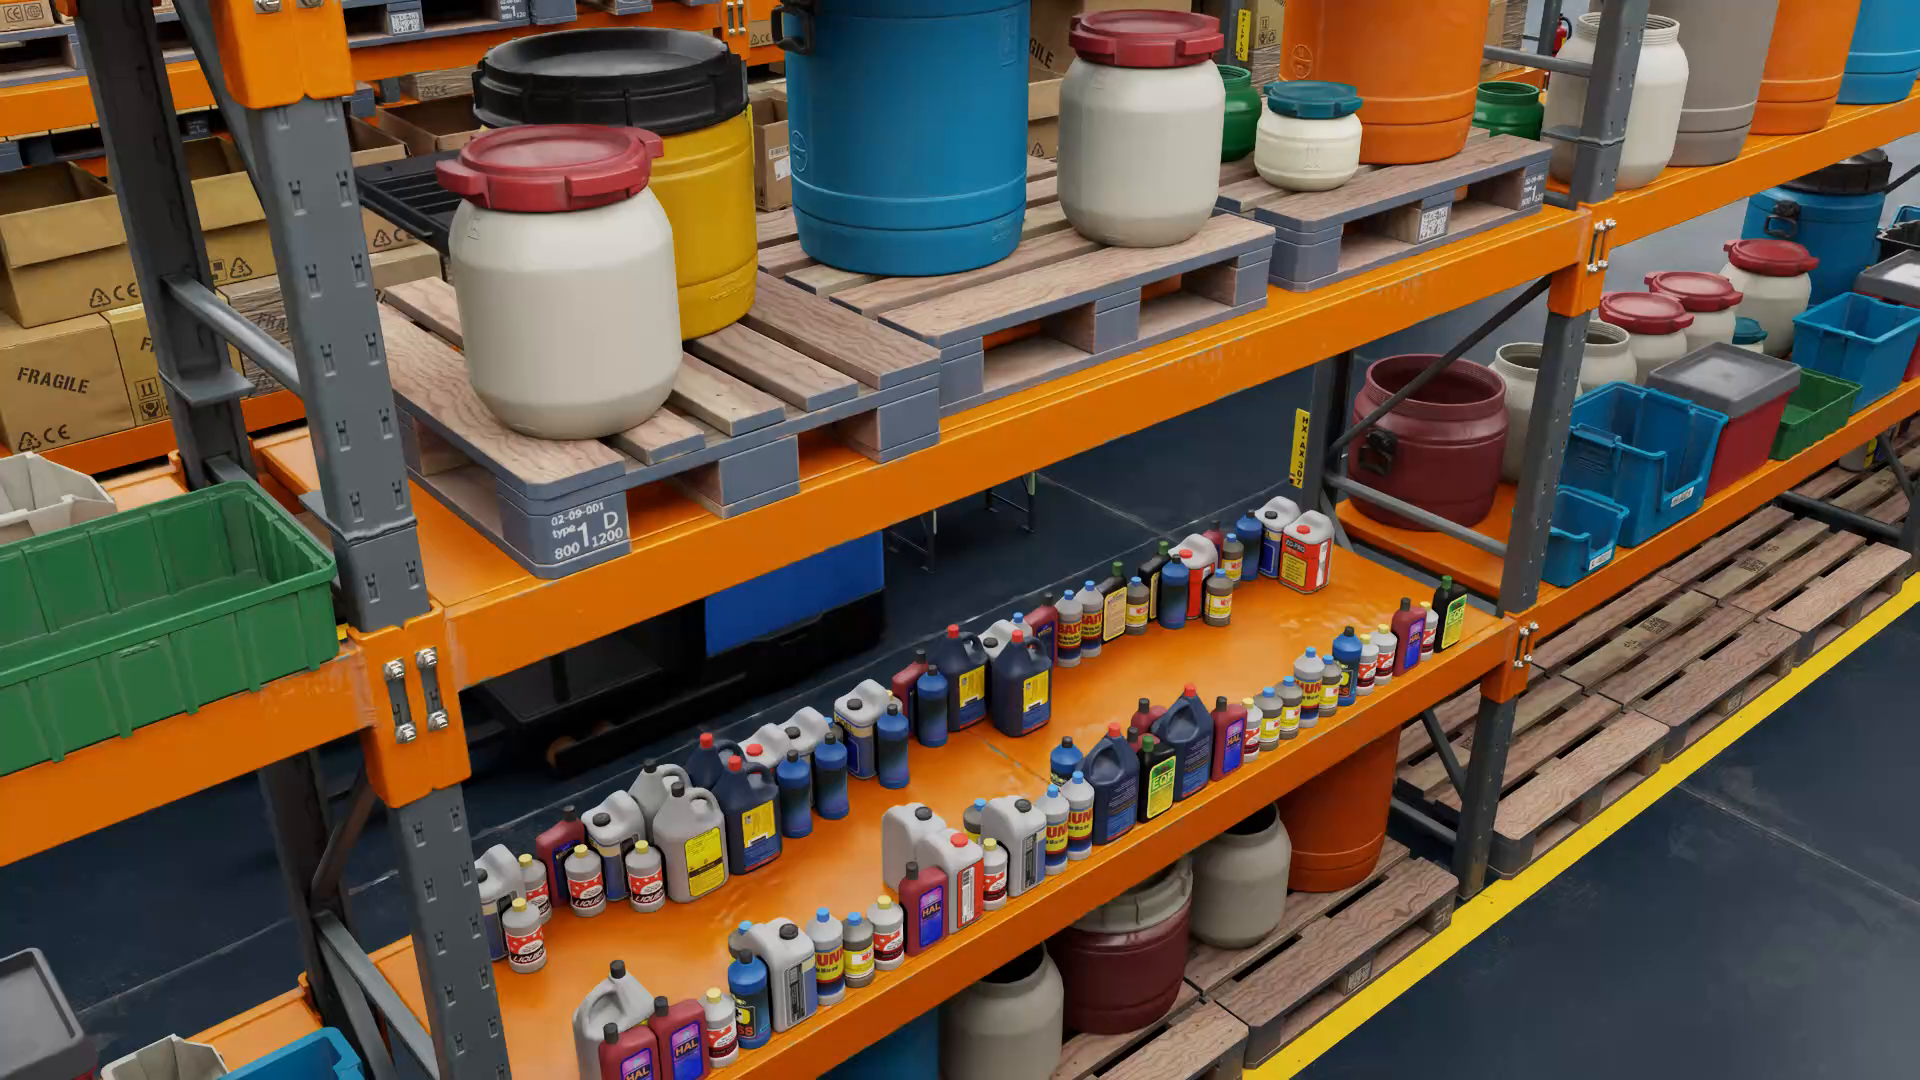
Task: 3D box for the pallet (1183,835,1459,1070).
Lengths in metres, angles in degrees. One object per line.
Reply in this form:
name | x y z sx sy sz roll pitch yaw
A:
pallet | 1.142 1.399 6.408 1.213 0.211 1.003 -22 35 -35

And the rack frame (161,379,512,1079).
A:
rack frame | -1.328 1.137 3.940 0.127 3.000 1.000 -22 35 -35

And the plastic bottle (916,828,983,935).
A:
plastic bottle | -0.024 0.904 4.508 0.135 0.276 0.152 -22 35 -35

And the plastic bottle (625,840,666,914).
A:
plastic bottle | -0.865 0.915 4.565 0.097 0.201 0.097 0 28 0

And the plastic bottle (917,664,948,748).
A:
plastic bottle | -0.086 0.515 5.241 0.097 0.271 0.097 0 28 0

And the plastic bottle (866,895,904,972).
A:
plastic bottle | -0.196 1.023 4.365 0.097 0.201 0.097 0 28 0

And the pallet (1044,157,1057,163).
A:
pallet | -0.021 -2.398 10.759 1.213 0.211 1.003 -22 35 -35

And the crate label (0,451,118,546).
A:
crate label | -1.888 -0.024 3.209 0.466 0.136 0.293 -22 35 -35

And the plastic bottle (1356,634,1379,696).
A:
plastic bottle | 1.335 0.407 5.517 0.097 0.201 0.097 0 28 0

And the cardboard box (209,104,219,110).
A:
cardboard box | -5.297 -3.202 11.879 0.250 0.149 0.380 -22 35 -36

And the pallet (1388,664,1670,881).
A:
pallet | 2.329 0.920 7.304 1.213 0.211 1.003 -22 35 -35

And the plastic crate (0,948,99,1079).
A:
plastic crate | -2.170 1.266 3.568 0.583 0.464 0.402 -22 35 -35

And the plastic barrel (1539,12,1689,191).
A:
plastic barrel | 2.150 -1.444 5.468 0.421 0.512 0.421 0 28 0

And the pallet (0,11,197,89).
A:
pallet | -3.877 -2.176 7.159 1.217 0.209 0.805 -24 36 -37

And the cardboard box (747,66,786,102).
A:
cardboard box | -2.013 -3.866 15.244 0.750 0.750 1.050 -22 35 -35

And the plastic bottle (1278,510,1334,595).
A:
plastic bottle | 1.275 0.039 6.126 0.135 0.276 0.152 -22 35 -35

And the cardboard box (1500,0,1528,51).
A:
cardboard box | 4.150 -4.327 13.742 0.500 0.500 0.875 -22 35 -35

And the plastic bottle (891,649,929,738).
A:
plastic bottle | -0.151 0.487 5.280 0.133 0.283 0.061 -22 35 -35

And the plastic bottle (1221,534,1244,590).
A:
plastic bottle | 0.996 0.073 6.142 0.097 0.201 0.097 0 28 0

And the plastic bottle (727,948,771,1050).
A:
plastic bottle | -0.521 1.122 4.104 0.097 0.271 0.097 0 28 0

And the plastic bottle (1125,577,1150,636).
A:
plastic bottle | 0.616 0.225 5.856 0.097 0.201 0.097 0 28 0

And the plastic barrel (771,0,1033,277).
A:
plastic barrel | -0.129 -1.169 4.095 0.708 0.901 0.600 -22 35 -35

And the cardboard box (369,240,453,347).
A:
cardboard box | -2.878 -1.201 8.209 0.500 0.500 0.500 -21 35 -34

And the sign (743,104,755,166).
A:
sign | -1.137 -2.175 8.909 0.005 0.325 0.100 -22 35 -35

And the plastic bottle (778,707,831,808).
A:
plastic bottle | -0.474 0.648 4.986 0.135 0.276 0.152 -22 35 -35

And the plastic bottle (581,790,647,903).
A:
plastic bottle | -0.960 0.844 4.621 0.135 0.276 0.152 -22 35 -35

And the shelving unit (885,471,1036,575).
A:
shelving unit | 0.005 -0.664 8.900 0.755 1.500 0.431 -22 35 -35

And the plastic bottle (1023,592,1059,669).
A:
plastic bottle | 0.267 0.318 5.595 0.133 0.283 0.061 -22 35 -35

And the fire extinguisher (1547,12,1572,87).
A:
fire extinguisher | 4.972 -4.146 13.907 0.183 0.674 0.296 -22 35 -35

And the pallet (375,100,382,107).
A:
pallet | -6.409 -4.796 18.000 1.213 0.211 1.003 -22 35 -35

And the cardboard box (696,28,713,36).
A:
cardboard box | -2.207 -4.530 14.437 0.500 0.500 0.500 -22 35 -35

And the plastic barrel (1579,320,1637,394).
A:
plastic barrel | 2.679 -0.656 7.177 0.421 0.512 0.421 0 28 0

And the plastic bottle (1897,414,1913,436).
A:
plastic bottle | 5.648 -0.774 9.932 0.133 0.283 0.061 -22 35 -35

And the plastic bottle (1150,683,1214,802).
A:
plastic bottle | 0.666 0.595 5.006 0.185 0.351 0.144 -22 35 -35

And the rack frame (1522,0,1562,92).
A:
rack frame | 4.586 -4.310 14.132 0.127 3.000 1.000 -22 35 -35

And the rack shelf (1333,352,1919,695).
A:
rack shelf | 3.236 -0.381 7.544 4.000 0.370 1.077 -22 35 -35

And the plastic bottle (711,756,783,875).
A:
plastic bottle | -0.607 0.755 4.706 0.185 0.351 0.144 -22 35 -35

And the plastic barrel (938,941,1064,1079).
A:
plastic barrel | 0.123 1.531 5.396 0.421 0.512 0.421 0 28 0

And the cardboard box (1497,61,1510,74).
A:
cardboard box | 4.313 -3.962 13.747 0.250 0.149 0.380 -22 35 -35

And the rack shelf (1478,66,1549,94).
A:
rack shelf | 3.065 -3.381 13.157 4.000 0.370 1.077 -22 35 -35

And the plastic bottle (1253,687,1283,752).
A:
plastic bottle | 0.964 0.556 5.238 0.097 0.201 0.097 0 28 0

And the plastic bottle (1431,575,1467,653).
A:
plastic bottle | 1.684 0.242 5.739 0.133 0.283 0.061 -22 35 -35

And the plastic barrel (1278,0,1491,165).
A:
plastic barrel | 1.281 -1.612 4.999 0.708 0.830 0.600 -22 35 -35

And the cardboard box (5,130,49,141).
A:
cardboard box | -6.302 -2.795 11.118 0.250 0.149 0.380 -24 36 -37

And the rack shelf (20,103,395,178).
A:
rack shelf | -6.164 -2.743 11.963 4.000 0.370 1.077 -22 35 -35

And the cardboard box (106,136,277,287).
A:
cardboard box | -3.533 -1.530 7.759 0.637 0.503 0.797 -21 35 -34

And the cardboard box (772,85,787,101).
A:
cardboard box | -0.755 -2.478 10.153 0.500 0.500 0.700 -16 32 -28

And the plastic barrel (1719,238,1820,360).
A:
plastic barrel | 3.888 -1.156 8.087 0.433 0.535 0.433 0 28 0

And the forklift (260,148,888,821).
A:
forklift | -1.824 -0.541 7.153 3.031 2.935 1.130 -21 34 -34

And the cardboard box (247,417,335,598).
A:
cardboard box | -3.390 -0.364 8.557 0.875 0.875 1.225 -23 36 -37

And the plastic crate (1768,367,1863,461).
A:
plastic crate | 3.616 -0.583 7.383 0.662 0.188 0.450 -22 35 -35

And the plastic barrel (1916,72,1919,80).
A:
plastic barrel | 4.014 -2.421 6.883 0.600 0.901 0.600 0 28 0

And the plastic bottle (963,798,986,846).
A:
plastic bottle | 0.057 0.826 4.732 0.097 0.201 0.097 0 28 0

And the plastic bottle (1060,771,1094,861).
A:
plastic bottle | 0.332 0.779 4.746 0.097 0.271 0.097 0 28 0

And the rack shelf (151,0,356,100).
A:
rack shelf | 0.193 -1.627 3.935 4.000 0.370 1.077 -22 35 -35
